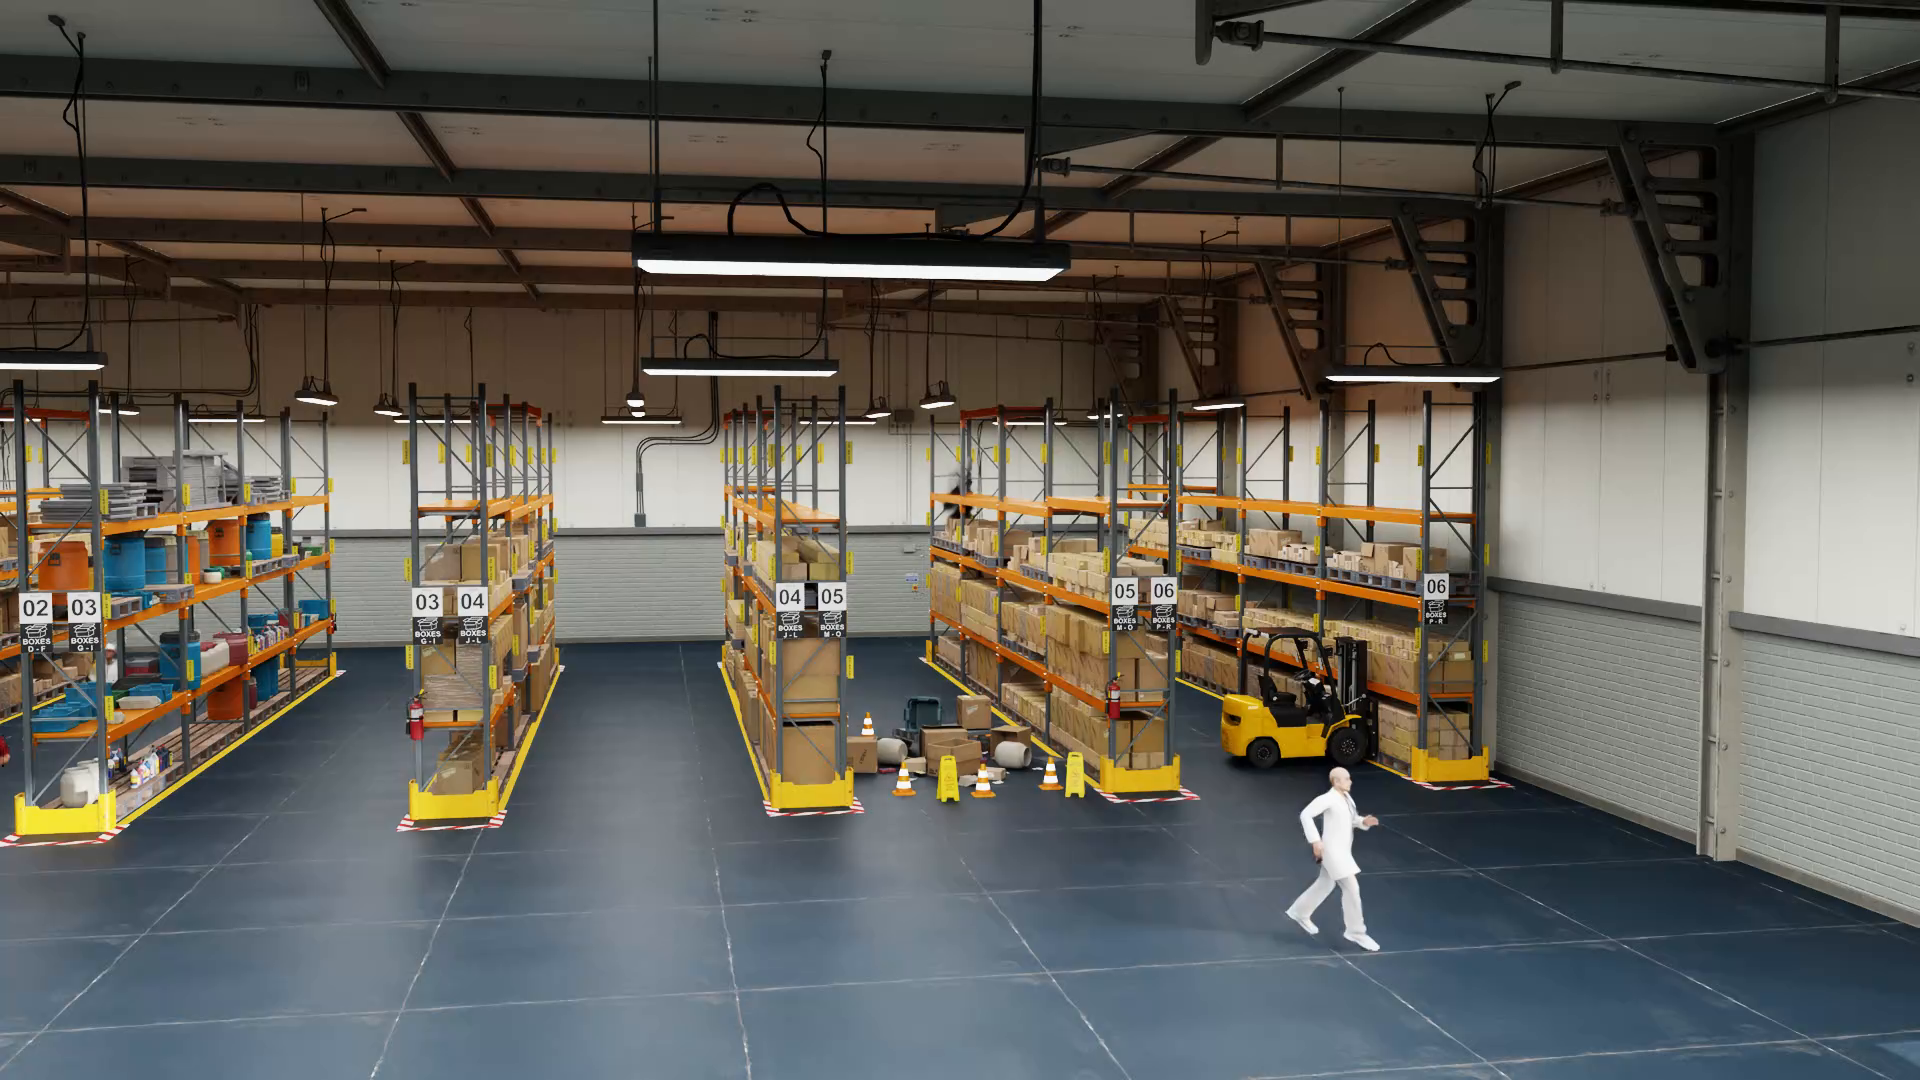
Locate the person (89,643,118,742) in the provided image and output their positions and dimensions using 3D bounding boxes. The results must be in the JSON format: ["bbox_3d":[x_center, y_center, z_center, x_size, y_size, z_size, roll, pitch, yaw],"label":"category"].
[{"bbox_3d":[-14.827,2.669,28.910,0.649,1.728,0.575,-1,3,-17],"label":"person"}]

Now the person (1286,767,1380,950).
[{"bbox_3d":[3.822,3.223,17.030,1.001,1.812,0.680,2,3,28],"label":"person"}]

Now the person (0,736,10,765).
[{"bbox_3d":[-12.396,3.087,21.015,0.908,1.750,0.683,2,4,36],"label":"person"}]
